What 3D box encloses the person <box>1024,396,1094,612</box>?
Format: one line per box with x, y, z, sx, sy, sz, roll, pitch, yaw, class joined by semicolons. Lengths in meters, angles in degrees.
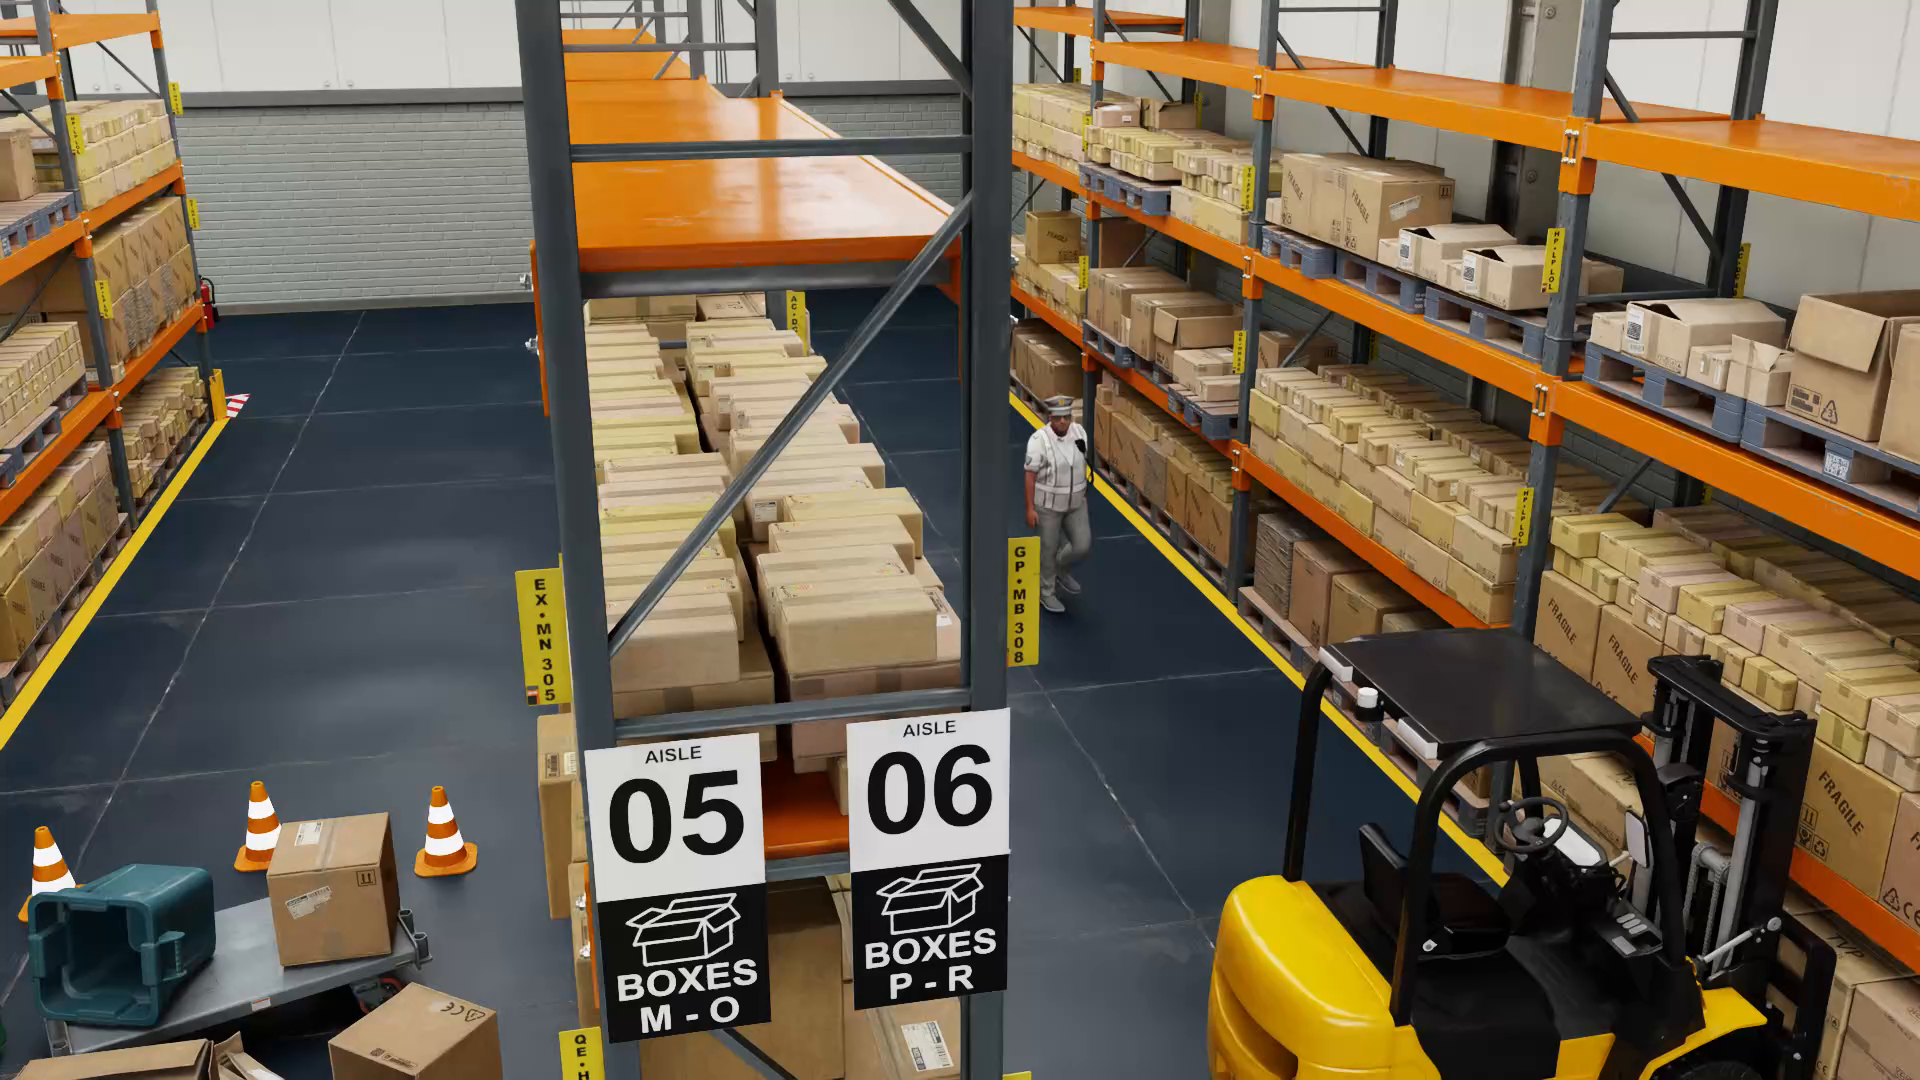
0.740;-0.308;12.877;0.580;1.750;0.500;-9;21;-24;person
